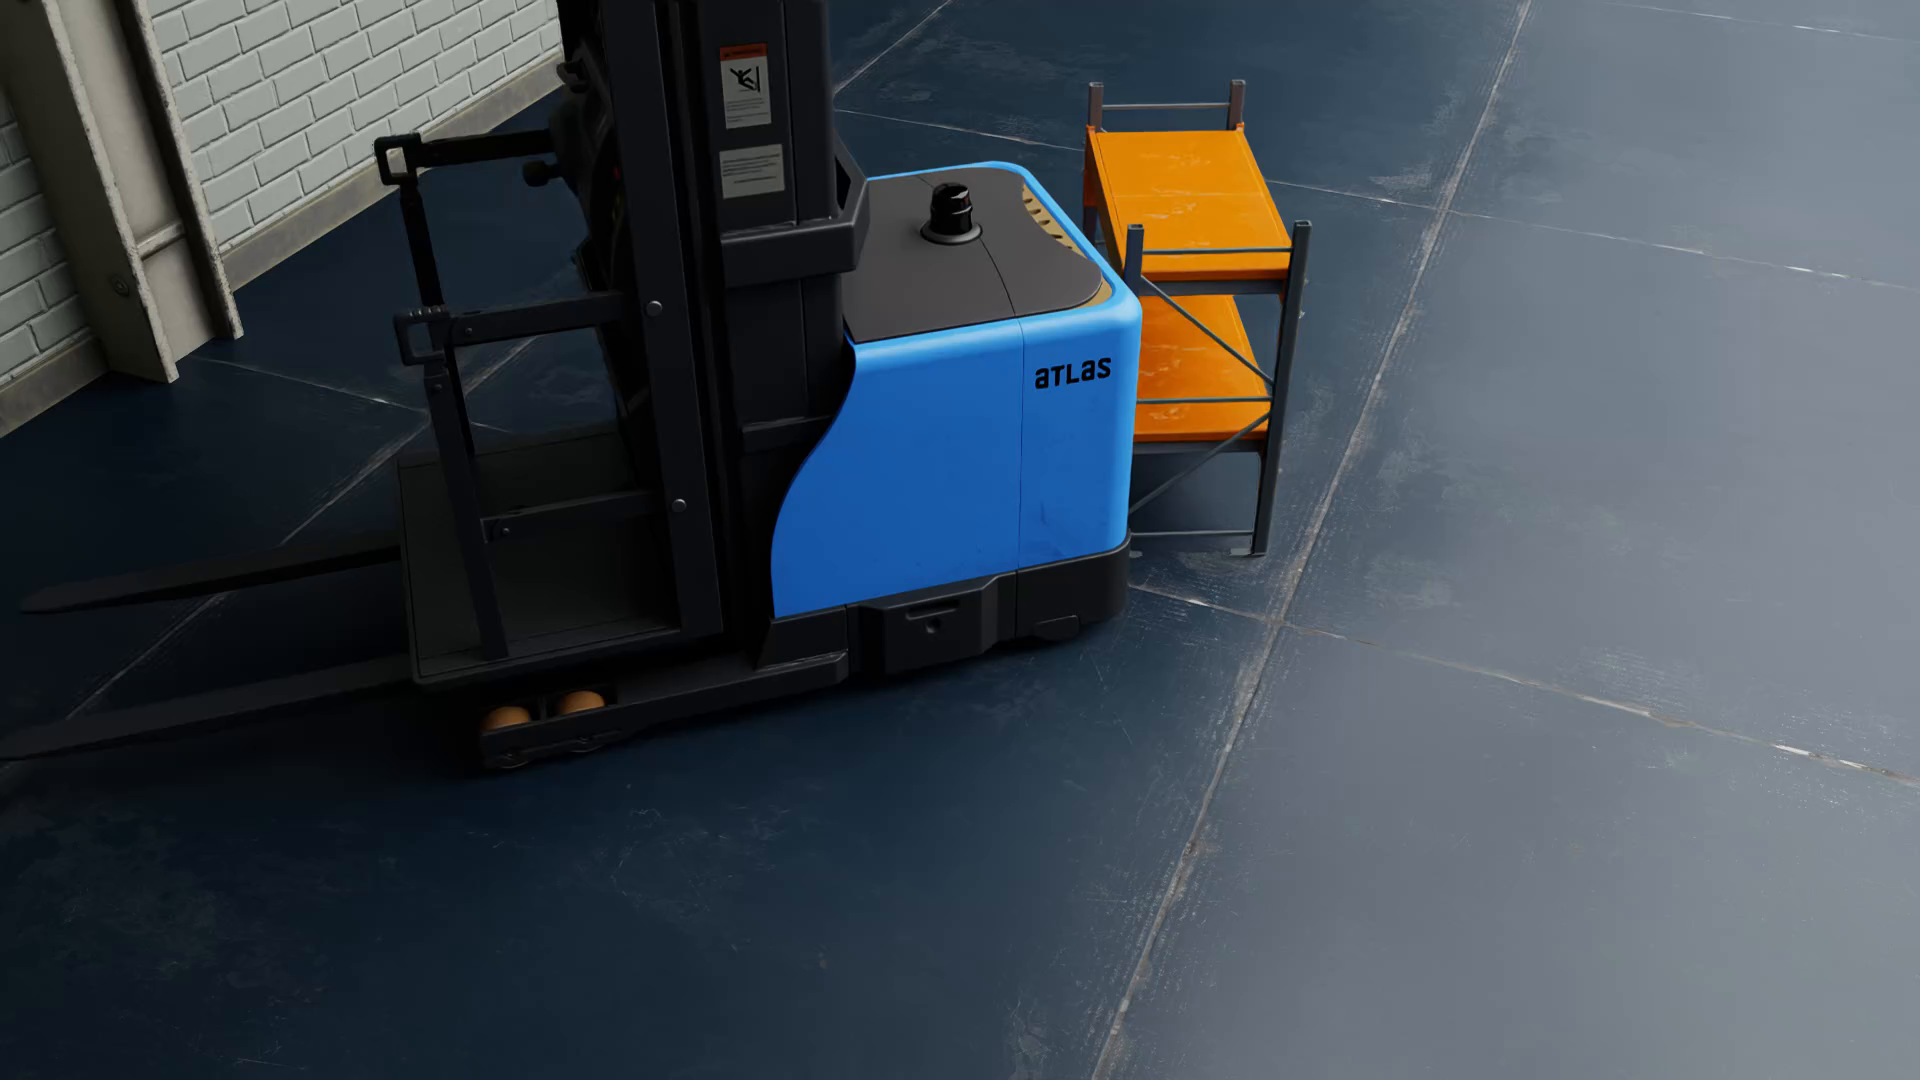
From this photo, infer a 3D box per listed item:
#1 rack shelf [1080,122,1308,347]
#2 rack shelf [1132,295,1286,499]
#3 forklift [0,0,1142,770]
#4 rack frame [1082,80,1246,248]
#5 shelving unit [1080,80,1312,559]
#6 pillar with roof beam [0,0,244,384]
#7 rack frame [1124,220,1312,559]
[{"bbox_3d":[0.685,-0.945,5.085,0.538,0.278,1.000,-1,37,-2],"label":"rack shelf"},{"bbox_3d":[0.685,-0.514,5.407,0.538,0.278,1.000,-1,37,-2],"label":"rack shelf"},{"bbox_3d":[-1.086,-0.921,4.034,3.031,2.935,1.130,-11,38,-14],"label":"forklift"},{"bbox_3d":[0.665,-1.014,5.667,0.500,1.125,0.032,-1,37,-2],"label":"rack frame"},{"bbox_3d":[0.685,-0.710,5.261,0.538,1.125,1.048,-1,37,-2],"label":"shelving unit"},{"bbox_3d":[1.057,-3.333,2.192,9.100,9.000,0.400,14,39,18],"label":"pillar with roof beam"},{"bbox_3d":[0.706,-0.406,4.854,0.500,1.125,0.032,-1,37,-2],"label":"rack frame"}]
